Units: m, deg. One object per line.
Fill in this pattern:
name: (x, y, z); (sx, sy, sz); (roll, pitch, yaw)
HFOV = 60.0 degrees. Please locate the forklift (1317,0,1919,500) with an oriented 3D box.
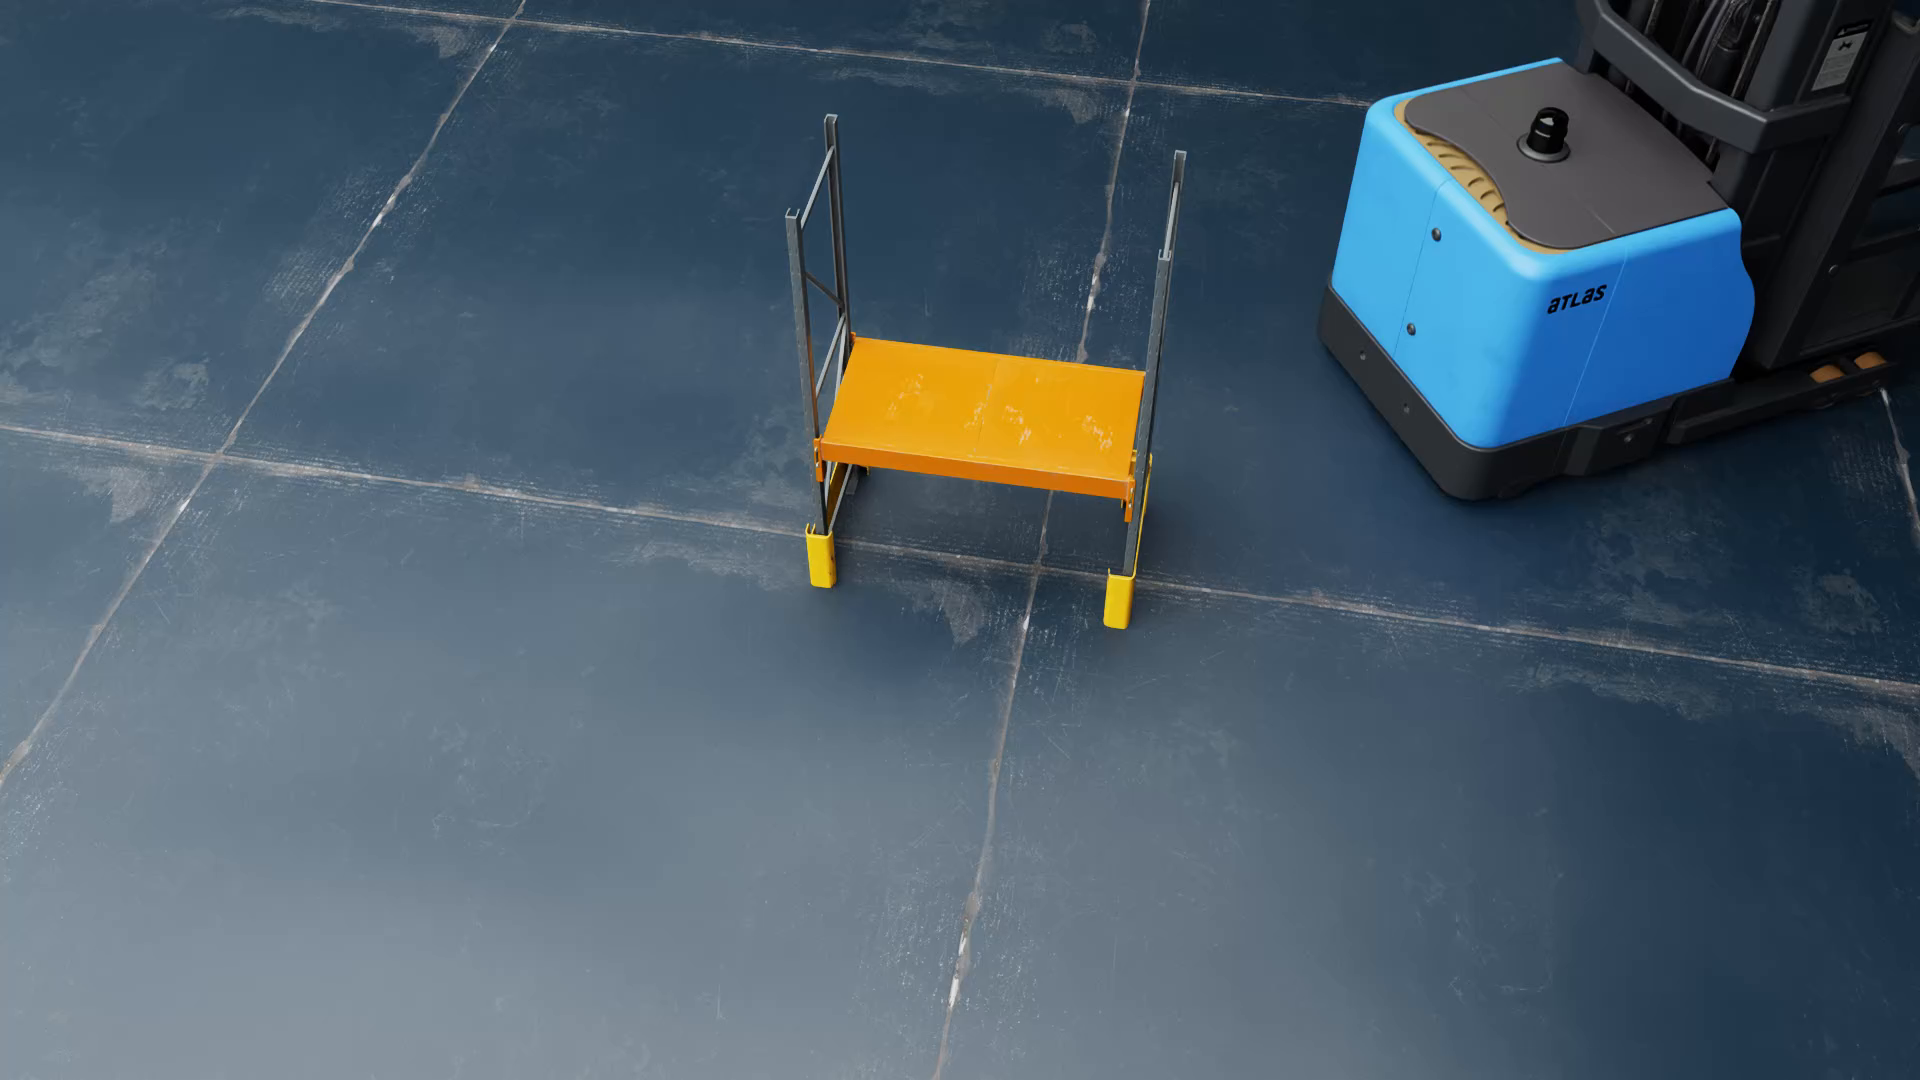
forklift: (2.938, -1.818, 5.413); (3.031, 2.935, 1.130); (-16, 50, -14)

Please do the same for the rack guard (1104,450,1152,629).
rack guard: (0.565, -0.008, 5.589); (0.087, 0.250, 0.587); (8, 49, 7)

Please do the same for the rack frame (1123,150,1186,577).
rack frame: (0.584, -0.423, 5.122); (0.032, 1.500, 0.500); (8, 49, 7)

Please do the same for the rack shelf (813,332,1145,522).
rack shelf: (0.084, -0.370, 5.316); (1.000, 0.185, 0.538); (8, 49, 7)

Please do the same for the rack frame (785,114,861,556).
rack frame: (-0.416, -0.557, 5.242); (0.032, 1.500, 0.500); (8, 49, 7)

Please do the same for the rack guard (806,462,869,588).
rack guard: (-0.415, -0.139, 5.707); (0.087, 0.250, 0.587); (8, 49, 7)

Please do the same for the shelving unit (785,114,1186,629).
shelving unit: (0.075, -0.491, 5.183); (1.083, 1.500, 0.587); (8, 49, 7)
